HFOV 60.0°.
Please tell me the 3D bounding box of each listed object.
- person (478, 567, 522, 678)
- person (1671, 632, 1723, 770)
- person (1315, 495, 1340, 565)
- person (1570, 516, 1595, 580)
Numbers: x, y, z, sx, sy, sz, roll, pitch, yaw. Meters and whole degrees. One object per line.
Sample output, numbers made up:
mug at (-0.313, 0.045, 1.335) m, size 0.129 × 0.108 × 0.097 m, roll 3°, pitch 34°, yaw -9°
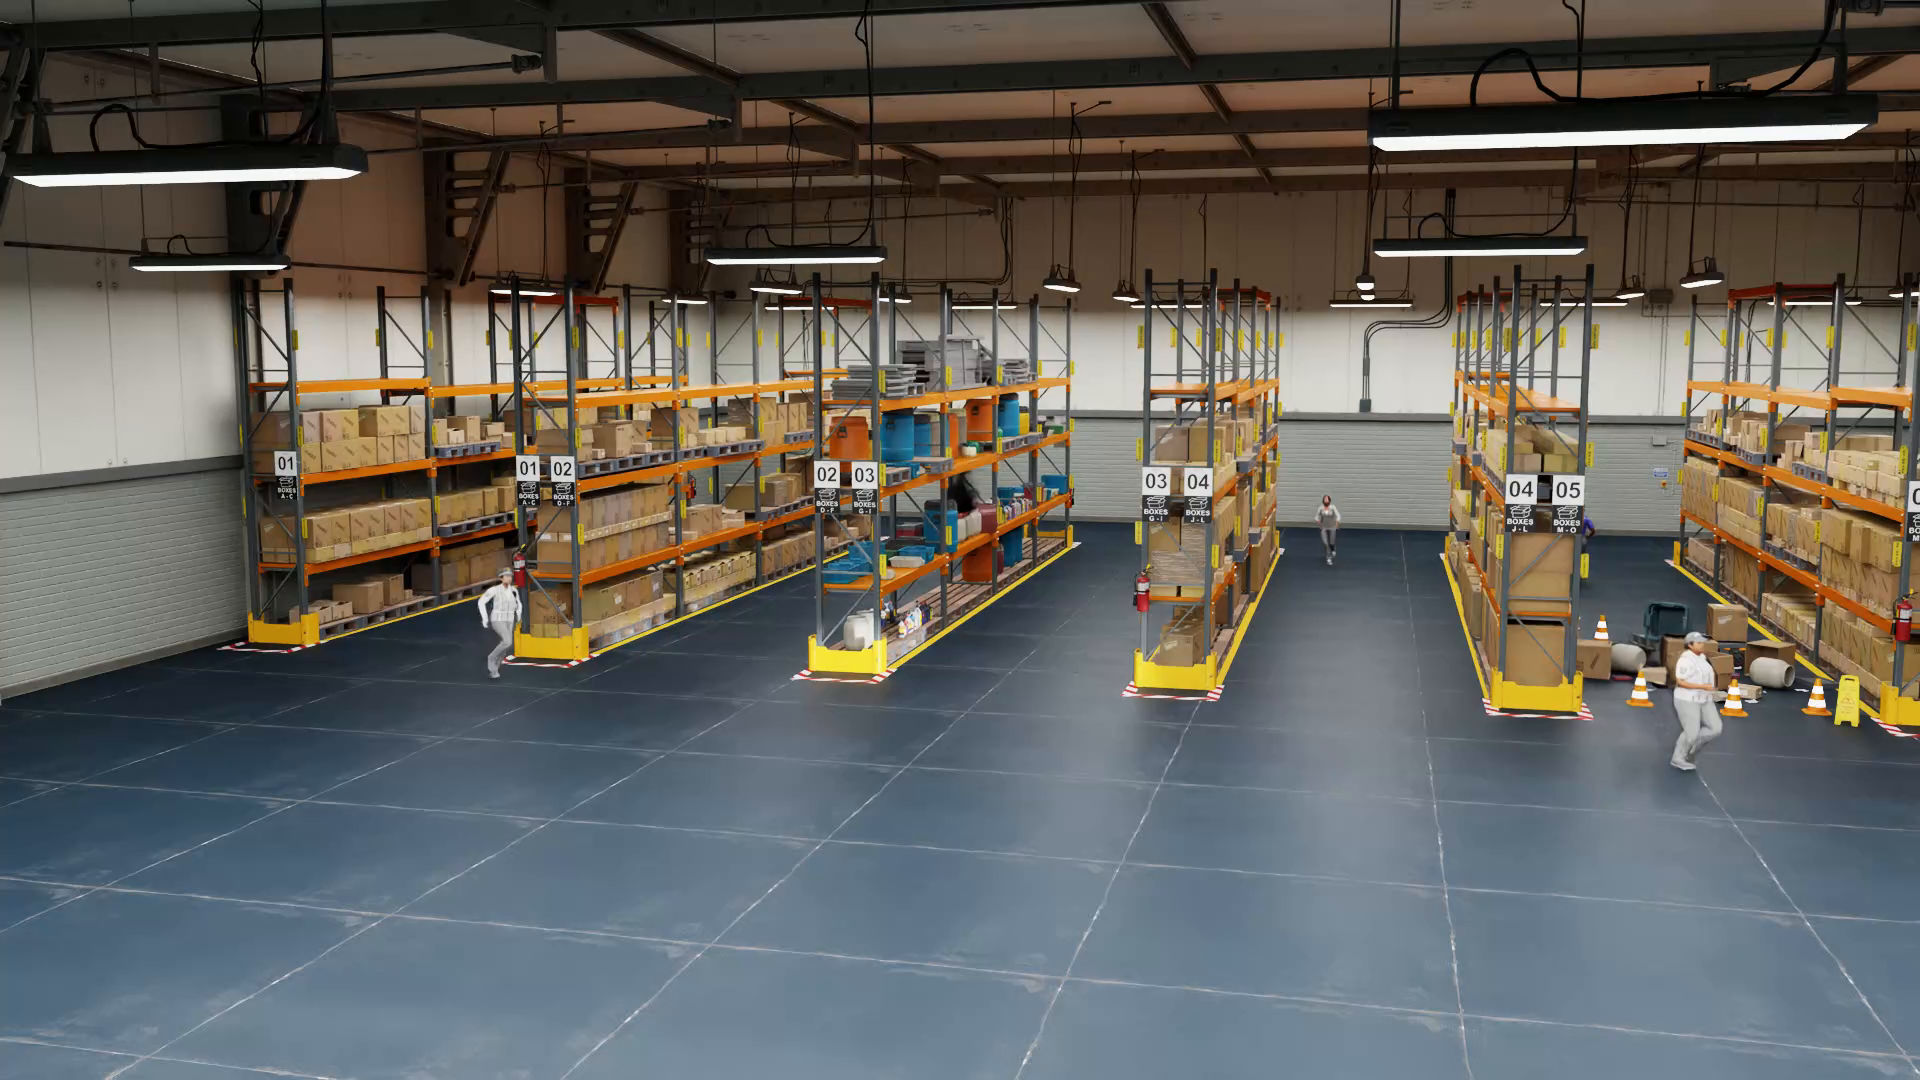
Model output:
person at (-6.780, 1.226, 24.779) m, size 0.545 × 1.642 × 0.583 m, roll 6°, pitch 9°, yaw 40°
person at (8.577, 1.886, 19.310) m, size 0.571 × 1.620 × 0.565 m, roll -4°, pitch 8°, yaw -33°
person at (8.262, -0.239, 37.402) m, size 0.563 × 1.553 × 0.532 m, roll 2°, pitch 7°, yaw 15°
person at (12.841, 0.066, 34.522) m, size 0.584 × 1.613 × 0.697 m, roll 1°, pitch 7°, yaw 6°
